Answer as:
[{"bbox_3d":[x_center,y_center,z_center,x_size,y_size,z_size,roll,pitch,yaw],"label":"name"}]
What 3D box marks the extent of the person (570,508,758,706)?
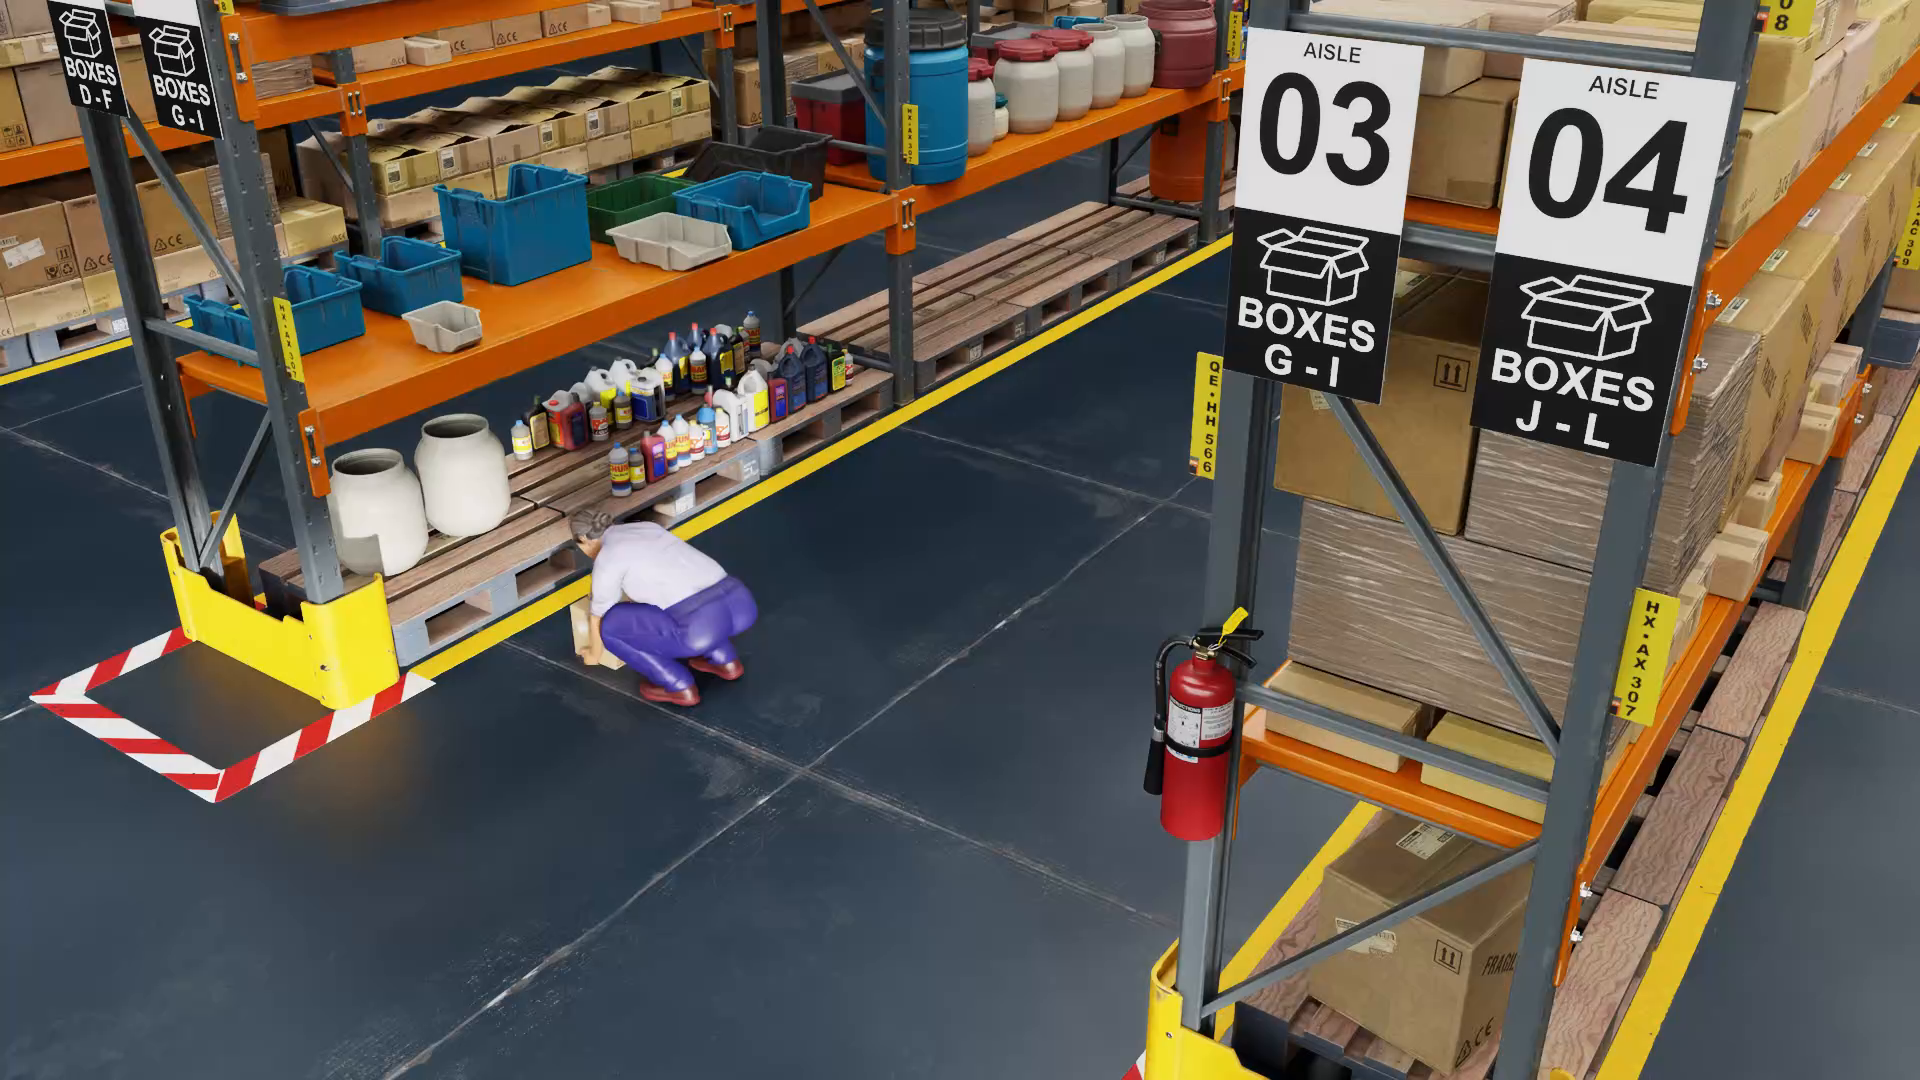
[{"bbox_3d":[-1.288,0.285,7.144,0.847,0.804,0.527,17,32,30],"label":"person"}]
